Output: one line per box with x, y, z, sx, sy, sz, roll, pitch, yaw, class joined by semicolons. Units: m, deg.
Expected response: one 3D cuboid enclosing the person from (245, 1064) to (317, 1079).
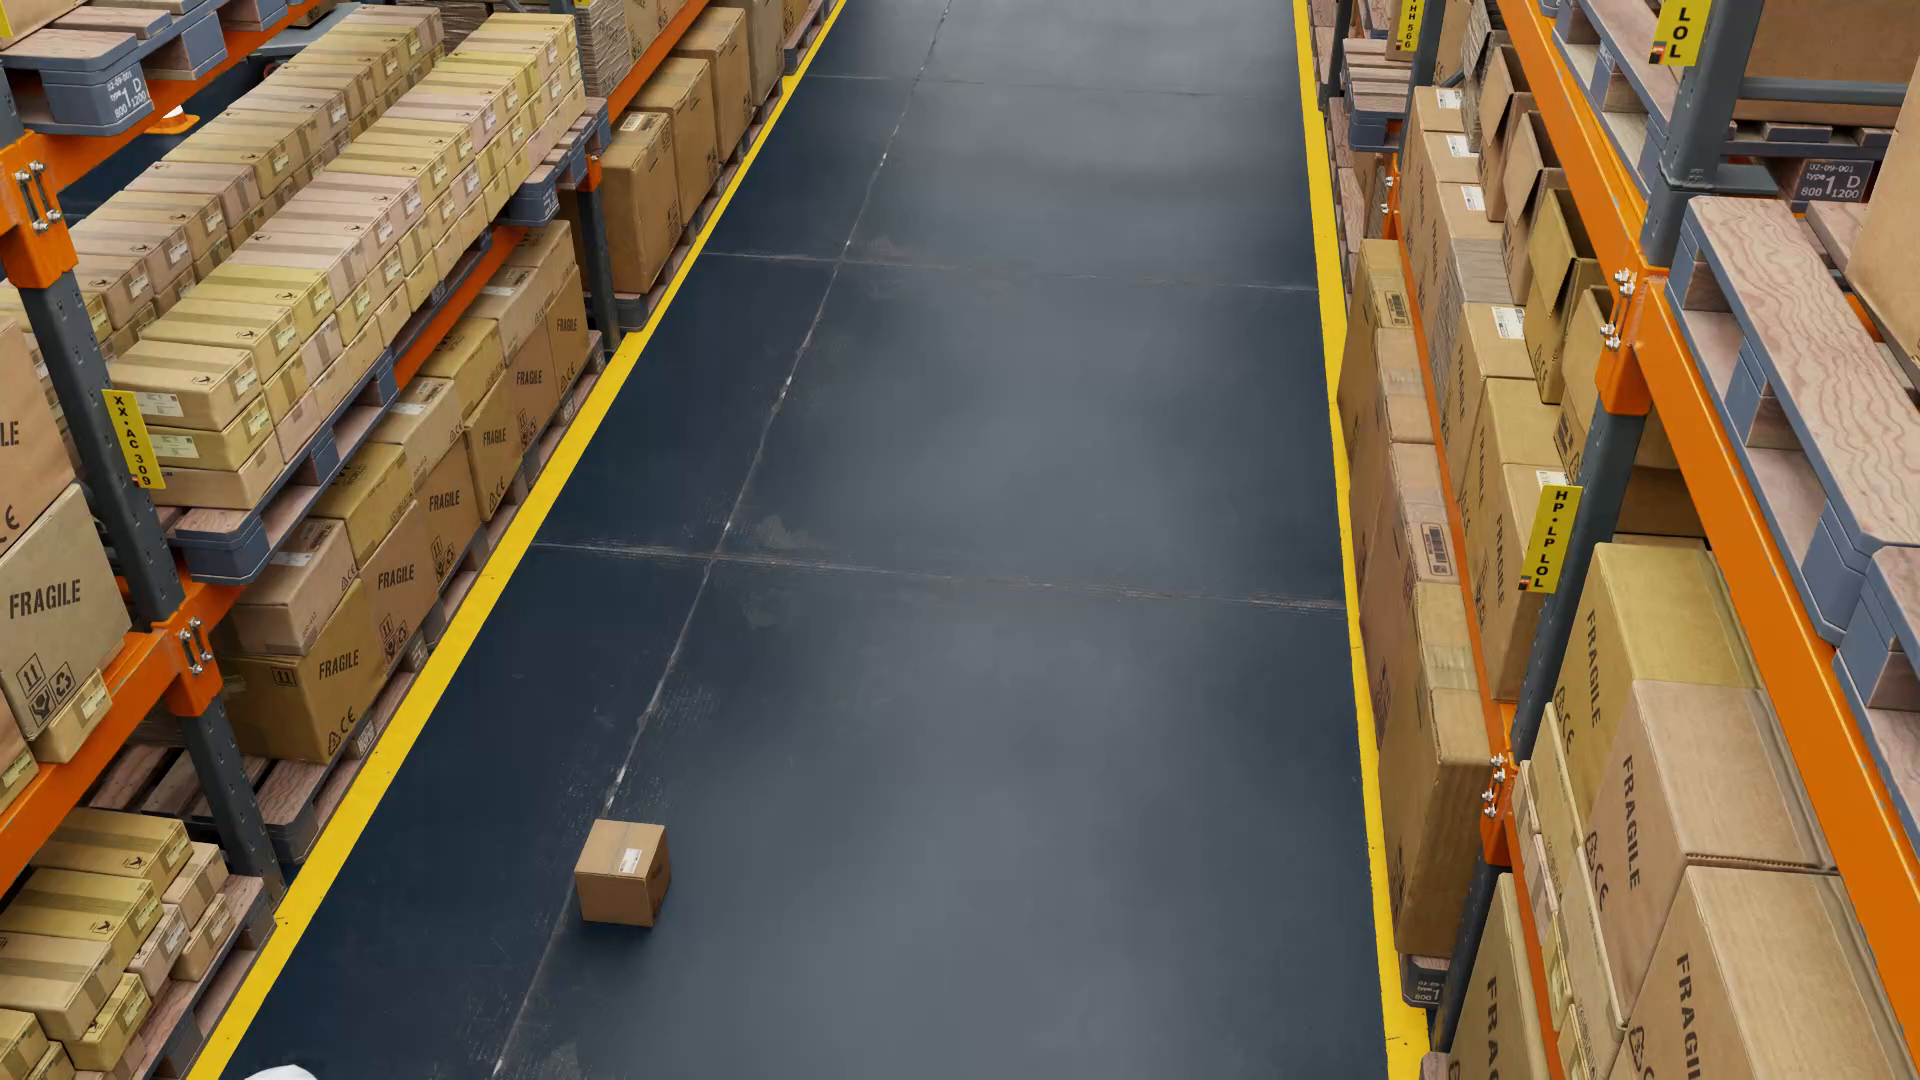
-1.367;1.845;3.587;0.570;1.789;0.805;7;37;10;person
